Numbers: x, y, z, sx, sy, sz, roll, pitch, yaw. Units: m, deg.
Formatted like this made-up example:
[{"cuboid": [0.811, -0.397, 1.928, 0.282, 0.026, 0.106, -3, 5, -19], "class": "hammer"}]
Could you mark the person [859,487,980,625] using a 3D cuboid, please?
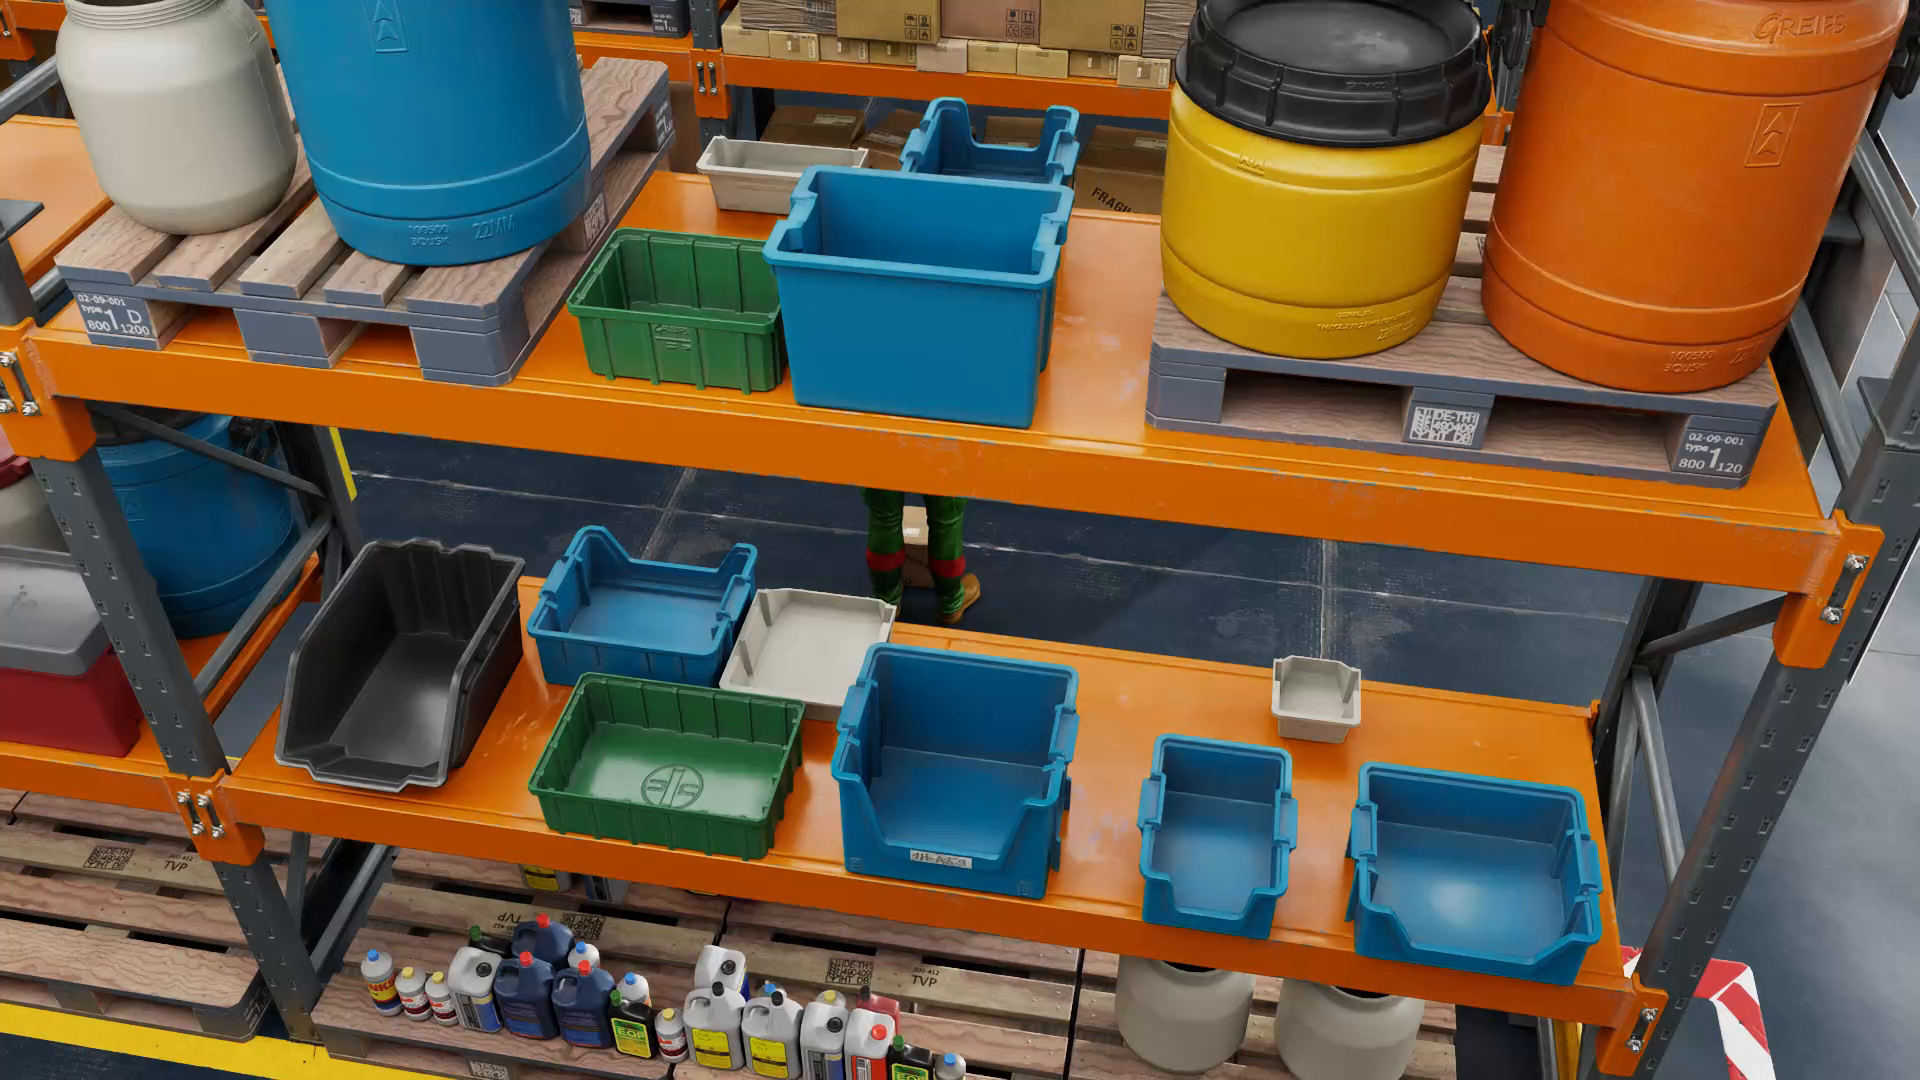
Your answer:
[{"cuboid": [-0.191, -0.403, 6.623, 0.603, 1.778, 0.452, 6, 41, 7], "class": "person"}]
